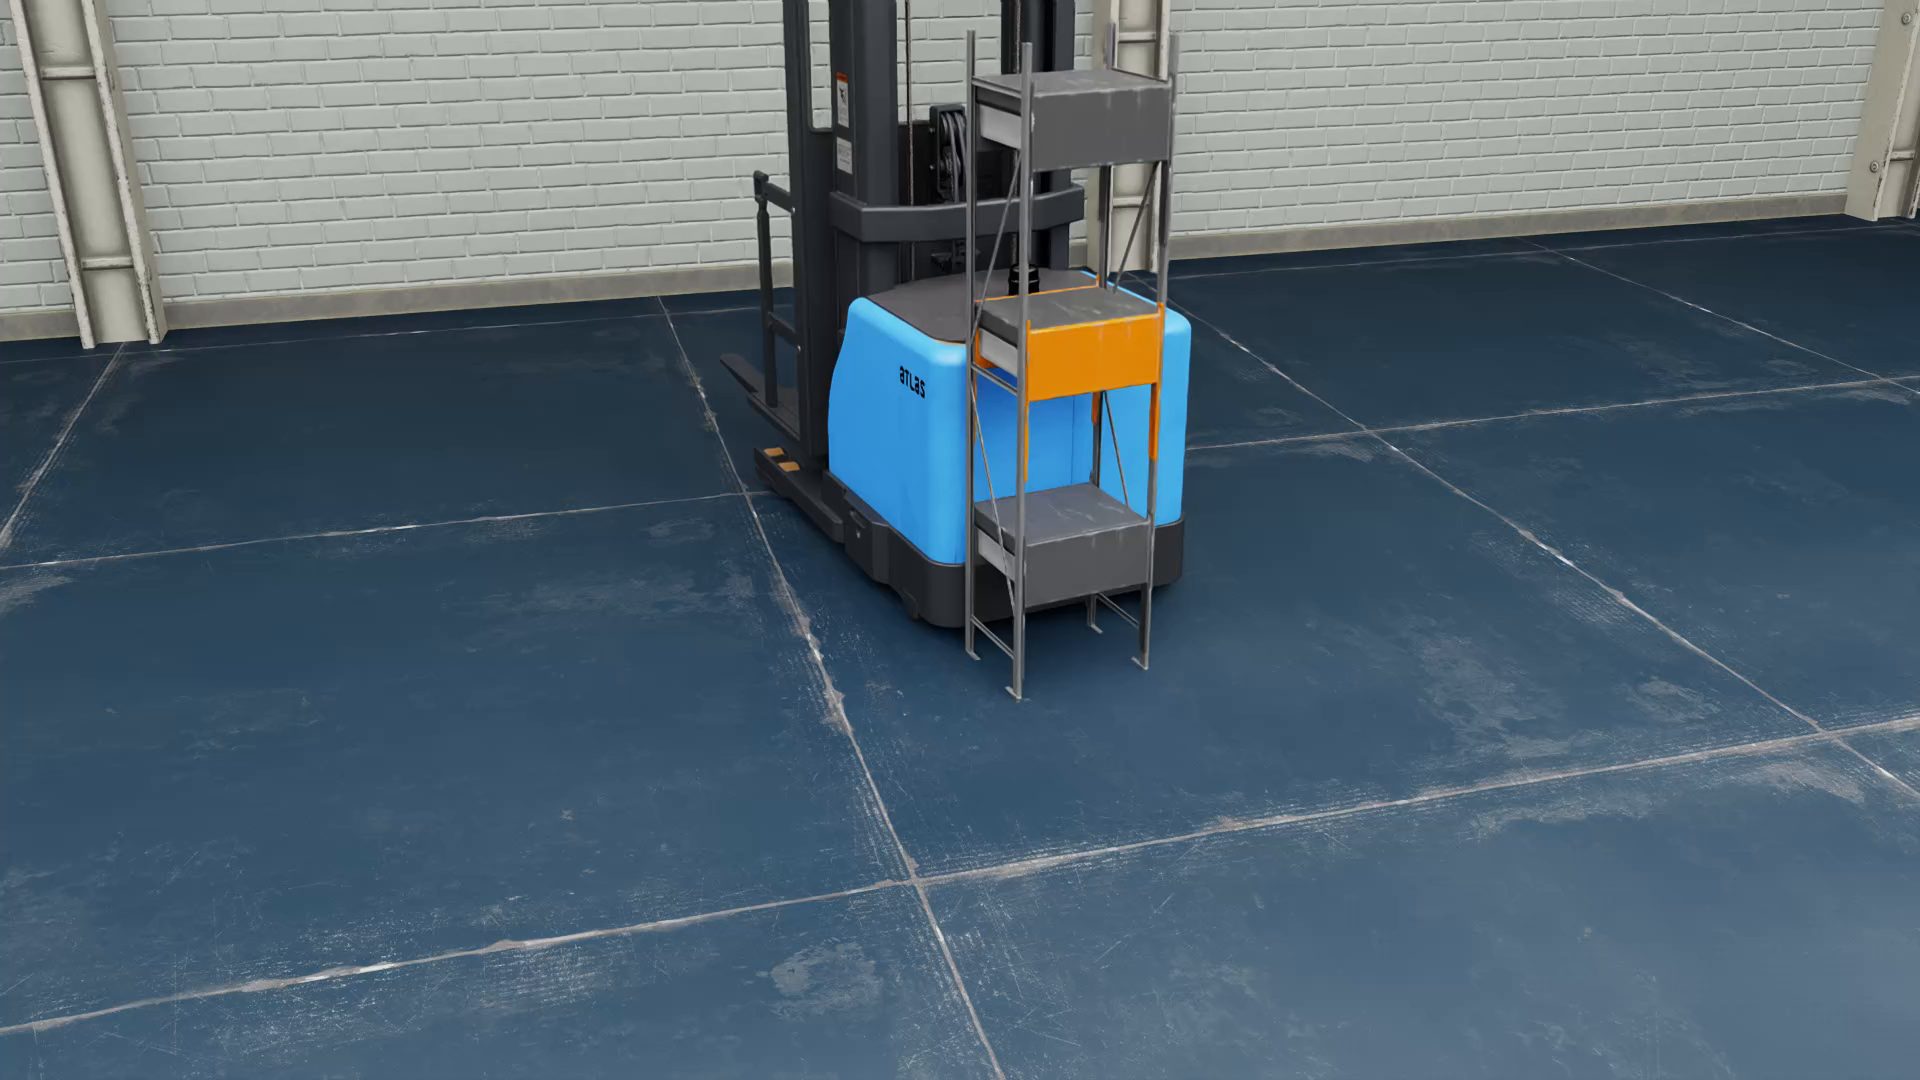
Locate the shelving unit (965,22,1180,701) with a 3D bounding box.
[{"bbox_3d":[0.332,-0.544,5.356,0.503,2.100,0.431,-11,25,-23],"label":"shelving unit"}]

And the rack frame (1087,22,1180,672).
[{"bbox_3d":[0.552,-0.586,5.452,0.015,2.100,0.400,-11,25,-23],"label":"rack frame"}]

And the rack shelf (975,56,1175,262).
[{"bbox_3d":[0.332,-1.175,5.085,0.480,0.518,0.431,-11,25,-23],"label":"rack shelf"}]

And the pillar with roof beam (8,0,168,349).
[{"bbox_3d":[-3.554,-3.642,3.826,0.400,9.000,9.100,-6,24,-14],"label":"pillar with roof beam"}]

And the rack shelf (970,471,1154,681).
[{"bbox_3d":[0.332,0.111,5.637,0.480,0.518,0.431,-11,25,-23],"label":"rack shelf"}]

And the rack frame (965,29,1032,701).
[{"bbox_3d":[0.112,-0.503,5.260,0.015,2.100,0.400,-11,25,-23],"label":"rack frame"}]

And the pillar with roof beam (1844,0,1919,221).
[{"bbox_3d":[8.000,-4.920,6.805,0.400,9.000,9.100,-6,24,-14],"label":"pillar with roof beam"}]

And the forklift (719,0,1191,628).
[{"bbox_3d":[-0.252,-1.586,6.729,1.130,2.935,3.031,-11,25,-23],"label":"forklift"}]

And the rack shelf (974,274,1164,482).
[{"bbox_3d":[0.332,-0.532,5.361,0.480,0.518,0.431,-11,25,-23],"label":"rack shelf"}]

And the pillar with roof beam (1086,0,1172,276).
[{"bbox_3d":[2.223,-4.281,5.316,0.400,9.000,9.100,-6,24,-14],"label":"pillar with roof beam"}]
